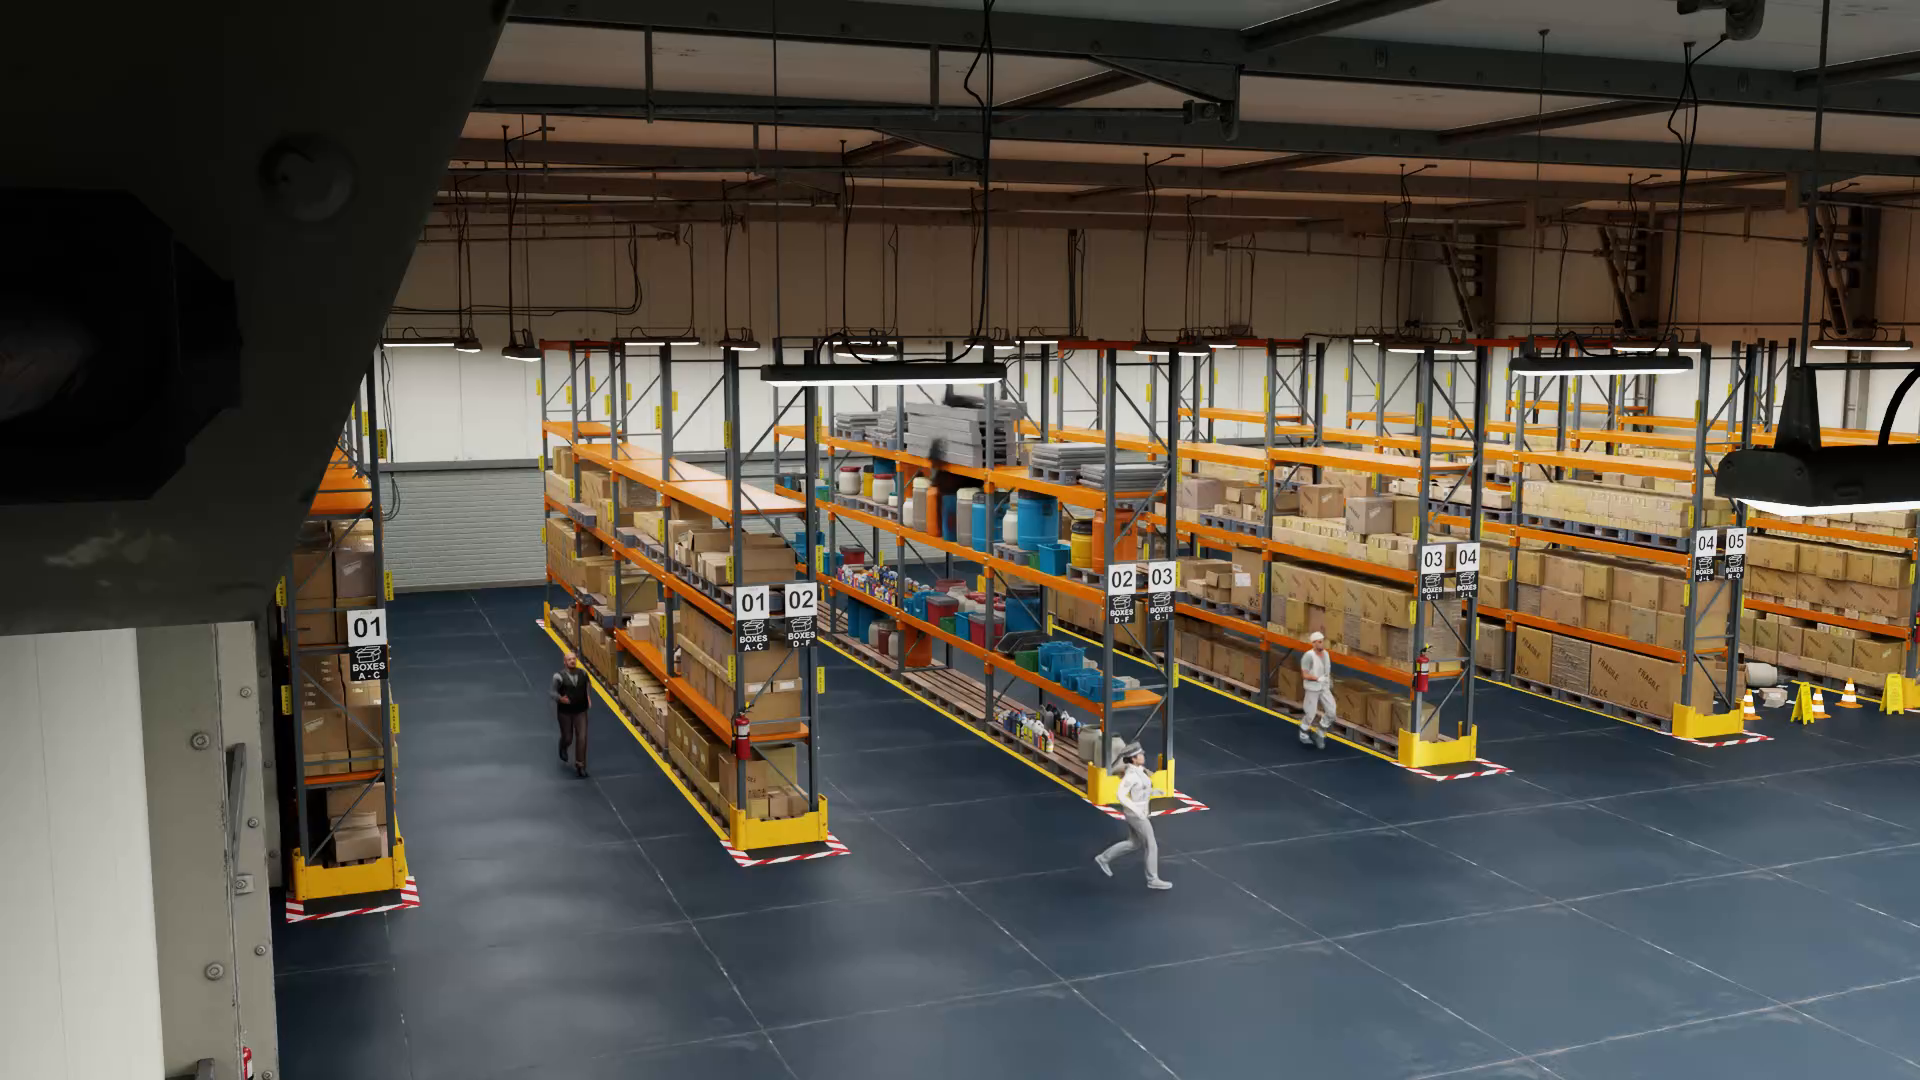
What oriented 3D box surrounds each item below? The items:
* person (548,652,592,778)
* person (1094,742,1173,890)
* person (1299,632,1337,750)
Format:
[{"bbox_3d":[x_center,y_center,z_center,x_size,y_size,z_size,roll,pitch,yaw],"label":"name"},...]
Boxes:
[{"bbox_3d":[-5.467,2.434,23.463,0.661,1.714,0.936,-4,8,-28],"label":"person"},{"bbox_3d":[1.952,3.075,18.647,0.885,1.669,0.624,1,7,7],"label":"person"},{"bbox_3d":[5.313,2.236,24.655,0.633,1.776,0.765,-3,8,-24],"label":"person"}]
